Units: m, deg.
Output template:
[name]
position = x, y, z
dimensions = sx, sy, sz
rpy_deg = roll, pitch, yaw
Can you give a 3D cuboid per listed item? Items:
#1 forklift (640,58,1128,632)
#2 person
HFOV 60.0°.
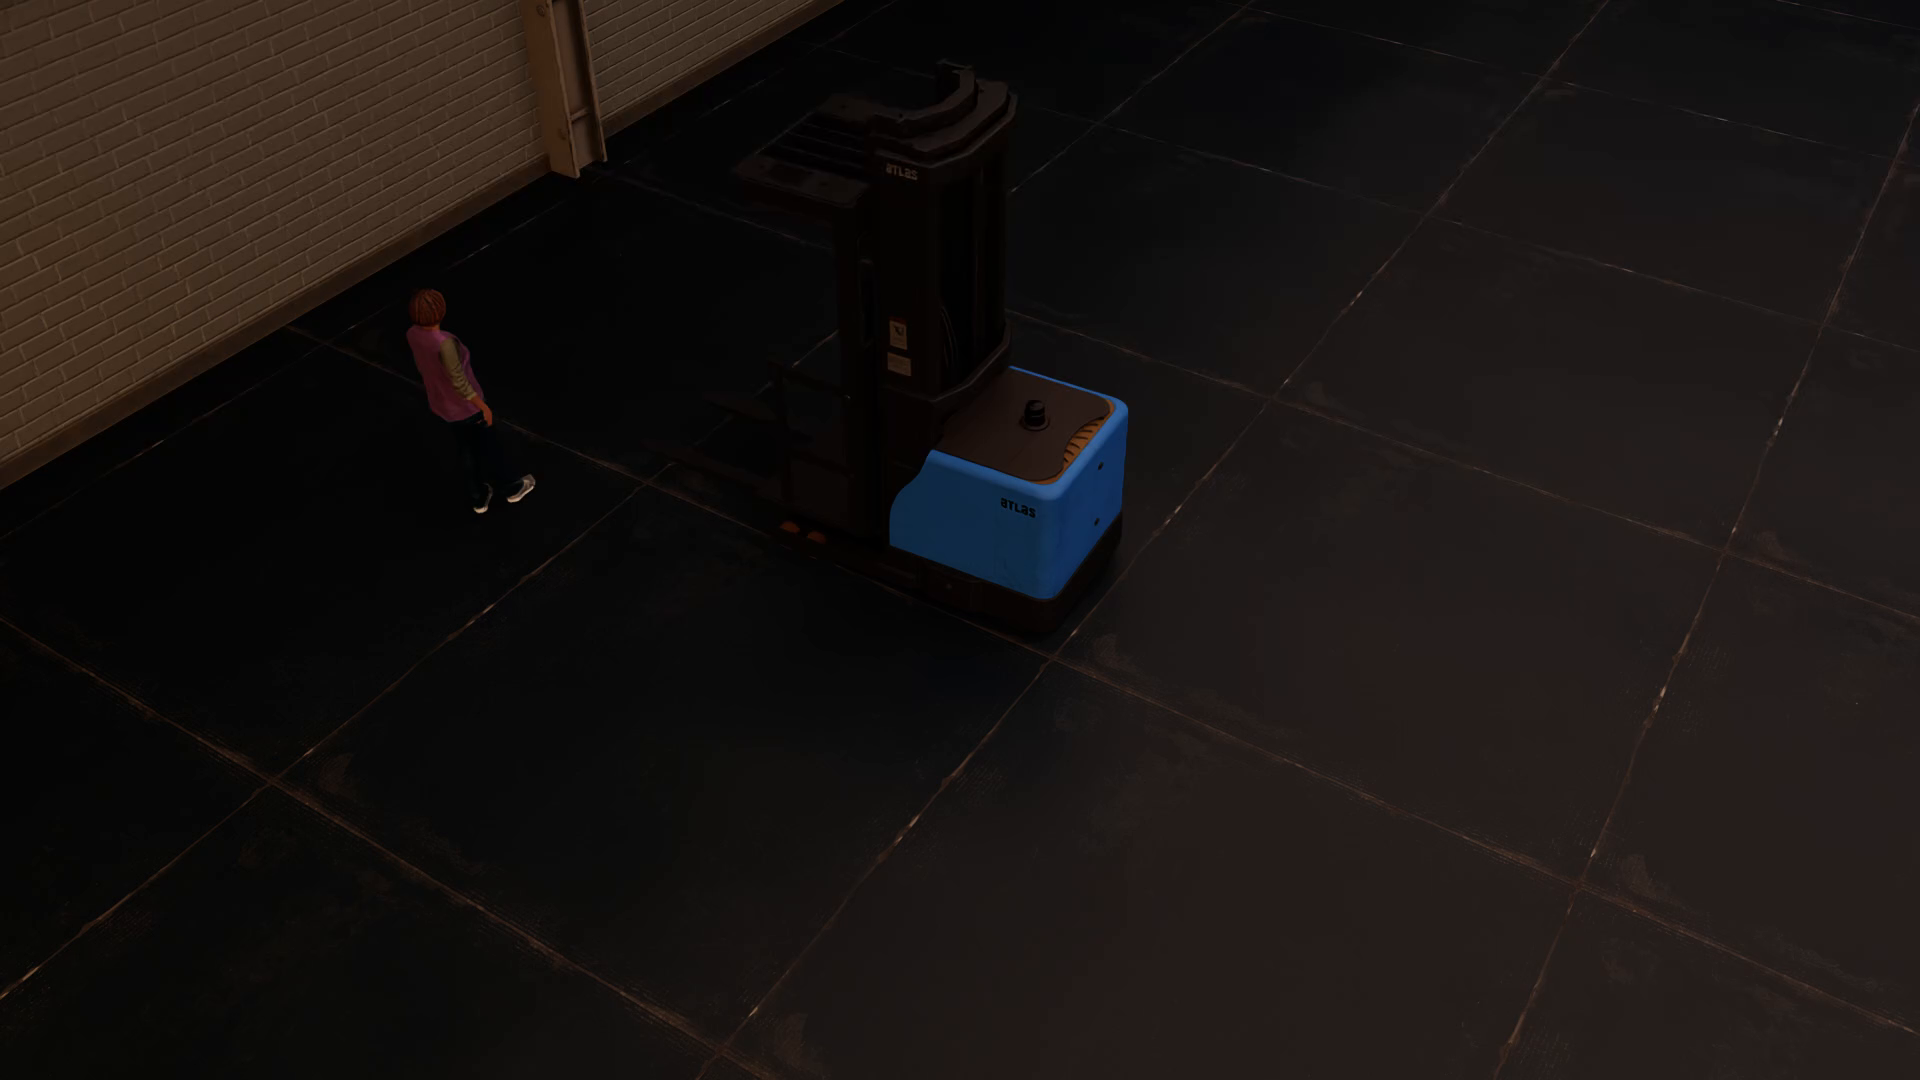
[forklift]
position = -0.561, -1.282, 9.479
dimensions = 3.031, 2.935, 1.130
rpy_deg = 20, 44, 22
[person]
position = -2.935, -0.868, 10.025
dimensions = 0.497, 1.598, 0.543
rpy_deg = 28, 48, 29
